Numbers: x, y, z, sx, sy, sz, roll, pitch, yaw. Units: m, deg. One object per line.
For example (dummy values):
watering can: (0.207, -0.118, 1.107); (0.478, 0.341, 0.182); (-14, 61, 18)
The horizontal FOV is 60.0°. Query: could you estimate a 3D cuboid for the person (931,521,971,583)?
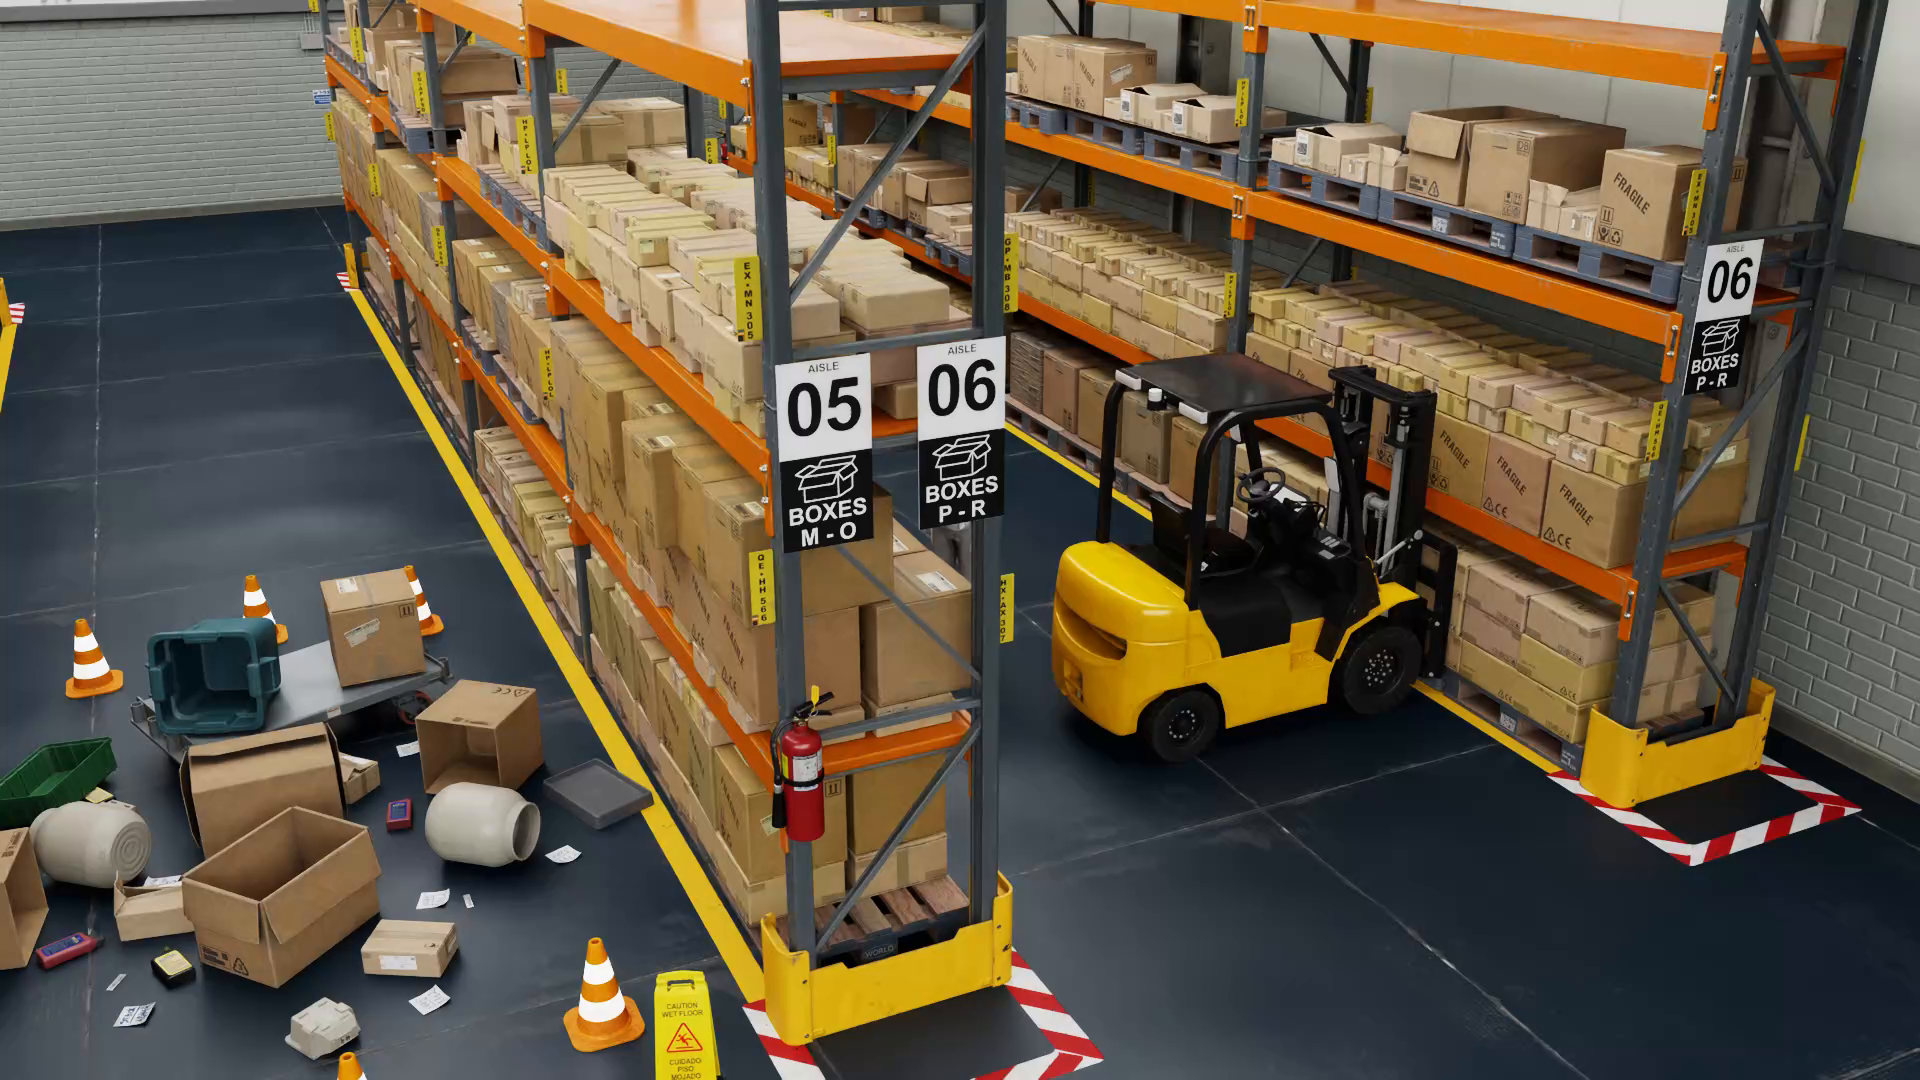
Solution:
person: (-0.013, -0.075, 11.142); (0.468, 1.692, 0.345); (16, 27, 34)
